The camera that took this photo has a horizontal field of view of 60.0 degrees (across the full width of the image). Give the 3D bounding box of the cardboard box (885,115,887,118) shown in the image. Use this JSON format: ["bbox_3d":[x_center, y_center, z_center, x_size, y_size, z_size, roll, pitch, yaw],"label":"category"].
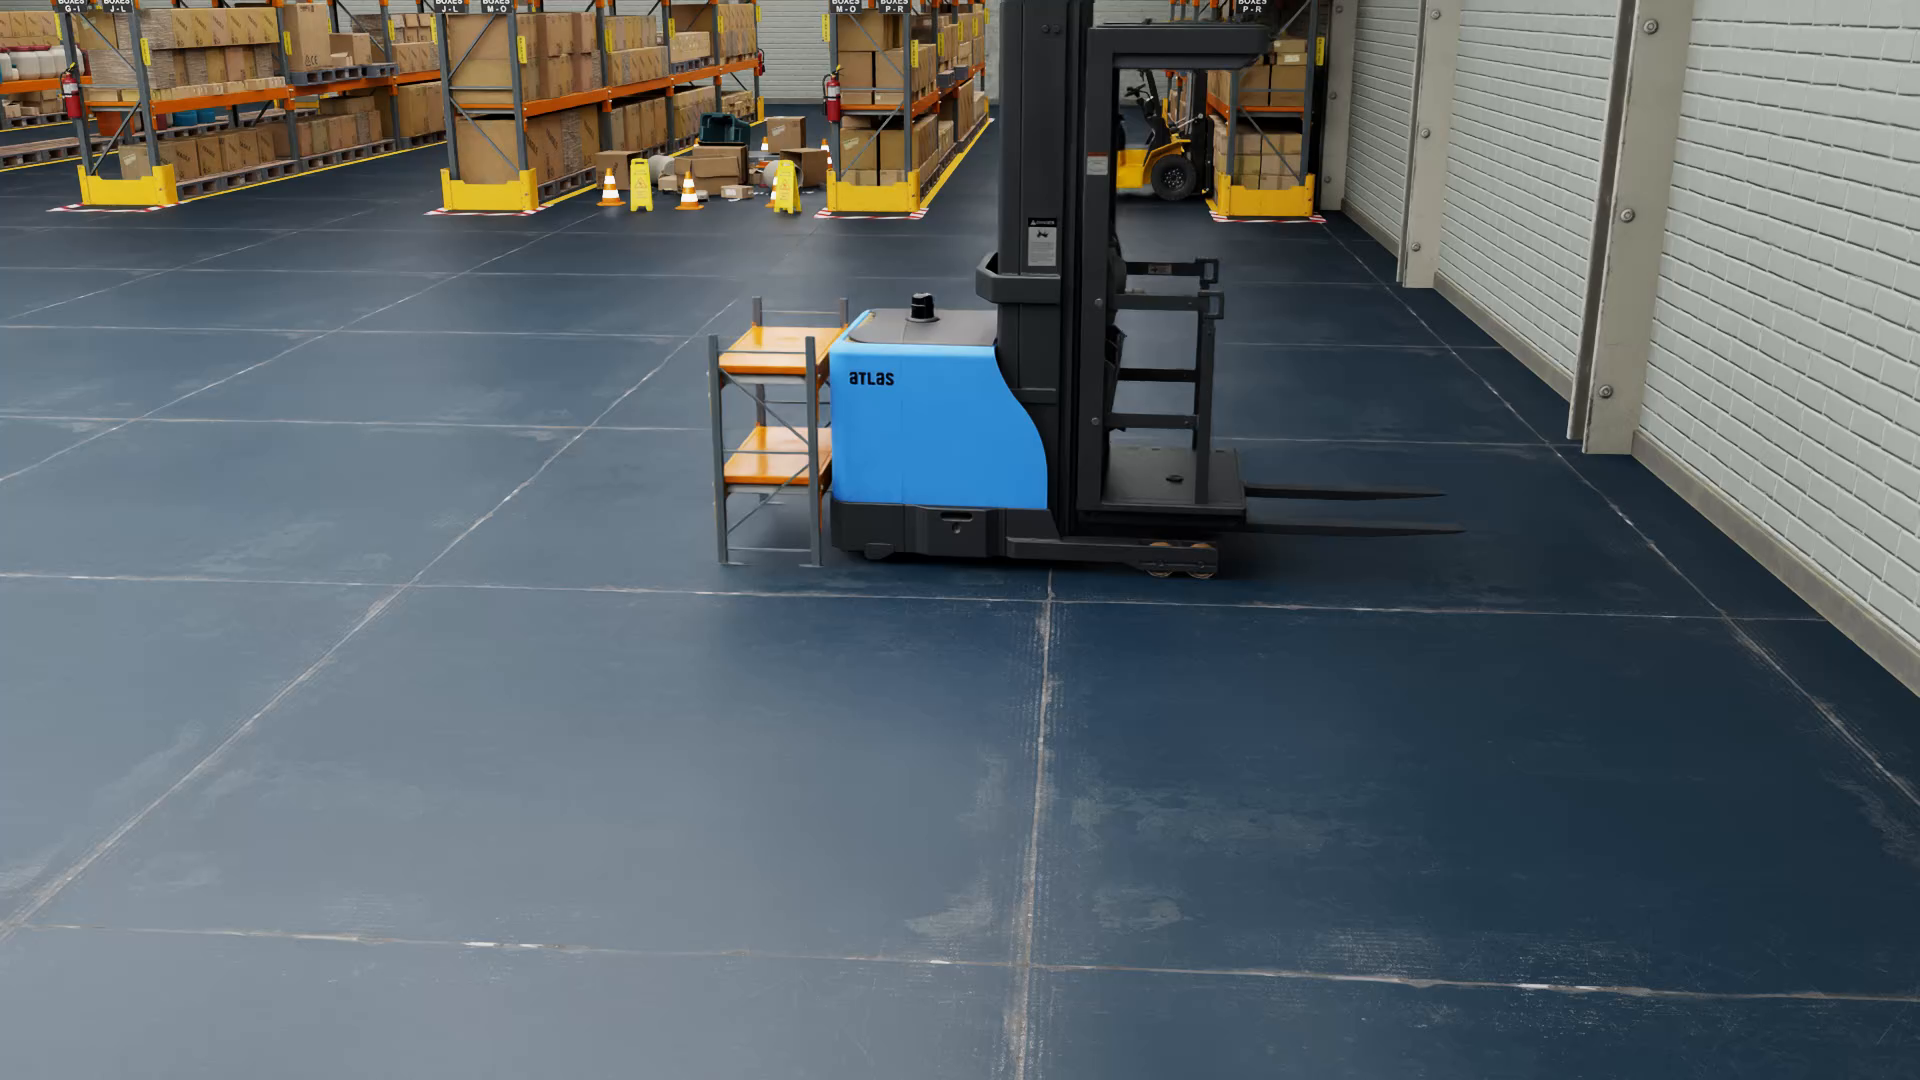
[{"bbox_3d":[-1.241,-6.071,23.628,0.380,0.149,0.250,2,18,6],"label":"cardboard box"}]

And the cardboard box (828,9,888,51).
[{"bbox_3d":[-1.293,-6.473,21.116,0.700,0.500,0.500,1,18,3],"label":"cardboard box"}]

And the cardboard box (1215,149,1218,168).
[{"bbox_3d":[3.609,-4.980,21.742,0.500,0.250,0.500,1,18,3],"label":"cardboard box"}]

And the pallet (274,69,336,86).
[{"bbox_3d":[-10.510,-7.252,26.045,1.003,0.211,1.213,1,18,4],"label":"pallet"}]

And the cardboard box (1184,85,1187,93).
[{"bbox_3d":[4.437,-8.537,31.479,0.380,0.149,0.250,0,18,1],"label":"cardboard box"}]

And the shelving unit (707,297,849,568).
[{"bbox_3d":[-0.877,-0.570,8.356,0.538,1.125,1.048,2,18,5],"label":"shelving unit"}]

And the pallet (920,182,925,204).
[{"bbox_3d":[-1.013,-4.595,22.108,1.003,0.211,1.213,1,18,4],"label":"pallet"}]

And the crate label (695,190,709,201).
[{"bbox_3d":[-3.505,-4.612,22.278,0.250,0.136,0.298,-9,20,-25],"label":"crate label"}]

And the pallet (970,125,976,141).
[{"bbox_3d":[-0.232,-7.806,31.906,1.003,0.211,1.213,1,18,4],"label":"pallet"}]

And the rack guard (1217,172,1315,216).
[{"bbox_3d":[3.837,-4.340,20.866,1.175,0.500,0.348,1,18,4],"label":"rack guard"}]

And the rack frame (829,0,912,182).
[{"bbox_3d":[-1.112,-5.645,20.834,1.000,3.000,0.127,1,18,4],"label":"rack frame"}]

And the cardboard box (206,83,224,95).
[{"bbox_3d":[-10.534,-6.294,23.217,0.380,0.149,0.250,1,18,4],"label":"cardboard box"}]

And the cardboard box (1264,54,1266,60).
[{"bbox_3d":[4.254,-6.466,22.138,0.380,0.149,0.250,1,18,4],"label":"cardboard box"}]

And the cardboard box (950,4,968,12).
[{"bbox_3d":[0.008,-10.456,32.707,0.380,0.149,0.250,1,18,3],"label":"cardboard box"}]

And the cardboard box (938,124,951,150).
[{"bbox_3d":[-0.634,-6.676,27.526,0.950,0.372,0.625,1,18,3],"label":"cardboard box"}]

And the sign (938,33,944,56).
[{"bbox_3d":[-0.284,-7.289,24.461,0.100,0.325,0.005,1,18,4],"label":"sign"}]

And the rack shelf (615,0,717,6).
[{"bbox_3d":[-5.340,-9.914,30.199,1.077,0.370,4.000,1,18,4],"label":"rack shelf"}]

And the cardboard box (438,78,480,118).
[{"bbox_3d":[-10.162,-8.584,32.541,1.225,0.875,0.875,1,18,4],"label":"cardboard box"}]

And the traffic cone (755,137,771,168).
[{"bbox_3d":[-3.110,-6.211,26.634,0.336,0.463,0.334,1,18,4],"label":"traffic cone"}]

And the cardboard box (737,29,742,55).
[{"bbox_3d":[-4.800,-10.265,34.295,0.500,0.500,0.500,2,18,7],"label":"cardboard box"}]

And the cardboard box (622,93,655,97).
[{"bbox_3d":[-5.696,-7.795,29.531,0.500,0.250,0.500,1,18,3],"label":"cardboard box"}]

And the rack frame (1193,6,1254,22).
[{"bbox_3d":[4.412,-8.020,28.082,1.000,3.000,0.127,1,18,4],"label":"rack frame"}]

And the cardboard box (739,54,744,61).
[{"bbox_3d":[-4.753,-10.151,34.989,0.380,0.149,0.250,0,18,1],"label":"cardboard box"}]

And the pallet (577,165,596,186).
[{"bbox_3d":[-5.903,-5.407,24.586,1.003,0.211,1.213,1,18,4],"label":"pallet"}]

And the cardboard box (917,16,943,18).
[{"bbox_3d":[-0.464,-8.062,25.856,0.380,0.149,0.250,2,18,7],"label":"cardboard box"}]

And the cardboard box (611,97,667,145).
[{"bbox_3d":[-5.617,-7.152,28.372,1.050,0.750,0.750,1,18,3],"label":"cardboard box"}]

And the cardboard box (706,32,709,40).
[{"bbox_3d":[-5.031,-9.685,31.937,0.380,0.149,0.250,2,18,6],"label":"cardboard box"}]

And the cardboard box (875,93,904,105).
[{"bbox_3d":[-0.881,-5.627,21.181,0.380,0.149,0.250,1,18,4],"label":"cardboard box"}]

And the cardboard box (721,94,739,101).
[{"bbox_3d":[-4.837,-9.248,34.778,0.380,0.149,0.250,1,18,2],"label":"cardboard box"}]

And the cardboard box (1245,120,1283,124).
[{"bbox_3d":[4.212,-5.674,23.059,0.500,0.250,0.500,1,18,4],"label":"cardboard box"}]

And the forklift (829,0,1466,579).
[{"bbox_3d":[0.924,-1.384,7.940,3.031,2.935,1.130,2,18,7],"label":"forklift"}]

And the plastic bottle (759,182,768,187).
[{"bbox_3d":[-2.789,-5.132,23.988,0.133,0.061,0.283,4,19,13],"label":"plastic bottle"}]

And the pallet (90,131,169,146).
[{"bbox_3d":[-15.349,-7.382,30.614,1.003,0.211,1.213,1,18,4],"label":"pallet"}]

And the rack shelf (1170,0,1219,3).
[{"bbox_3d":[4.843,-10.967,33.414,1.077,0.370,4.000,1,18,4],"label":"rack shelf"}]

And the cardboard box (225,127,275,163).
[{"bbox_3d":[-10.779,-5.997,25.248,0.500,0.500,0.500,1,18,2],"label":"cardboard box"}]

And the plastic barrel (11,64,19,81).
[{"bbox_3d":[-15.402,-7.561,26.904,0.301,0.262,0.301,0,18,0],"label":"plastic barrel"}]

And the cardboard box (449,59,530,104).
[{"bbox_3d":[-6.075,-5.912,21.407,0.875,0.550,0.550,1,18,4],"label":"cardboard box"}]

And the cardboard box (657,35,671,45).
[{"bbox_3d":[-5.257,-8.712,28.968,0.380,0.149,0.250,1,18,4],"label":"cardboard box"}]

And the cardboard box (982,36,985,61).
[{"bbox_3d":[0.264,-10.506,35.509,0.500,0.500,0.500,1,18,4],"label":"cardboard box"}]

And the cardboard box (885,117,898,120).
[{"bbox_3d":[-1.164,-5.793,23.822,0.500,0.500,0.500,2,18,6],"label":"cardboard box"}]

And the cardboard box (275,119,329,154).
[{"bbox_3d":[-10.592,-6.468,26.653,0.700,0.500,0.500,1,18,4],"label":"cardboard box"}]

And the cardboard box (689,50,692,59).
[{"bbox_3d":[-5.137,-8.916,30.546,0.380,0.149,0.250,1,18,2],"label":"cardboard box"}]

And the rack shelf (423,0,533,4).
[{"bbox_3d":[-9.993,-11.298,34.424,1.077,0.370,4.000,1,18,4],"label":"rack shelf"}]

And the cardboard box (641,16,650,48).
[{"bbox_3d":[-5.560,-8.435,27.583,0.700,0.500,0.500,1,18,3],"label":"cardboard box"}]

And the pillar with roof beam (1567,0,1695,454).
[{"bbox_3d":[-0.366,-4.952,9.083,9.100,9.000,0.400,1,18,4],"label":"pillar with roof beam"}]

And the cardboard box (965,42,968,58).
[{"bbox_3d":[-0.120,-8.920,30.267,0.500,0.250,0.500,2,18,5],"label":"cardboard box"}]

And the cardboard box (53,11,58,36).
[{"bbox_3d":[-19.556,-11.118,35.771,0.500,0.500,0.500,2,18,5],"label":"cardboard box"}]

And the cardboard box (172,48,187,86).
[{"bbox_3d":[-11.014,-6.383,22.449,0.875,0.500,0.500,1,18,4],"label":"cardboard box"}]

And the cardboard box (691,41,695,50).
[{"bbox_3d":[-5.119,-9.135,30.737,0.380,0.149,0.250,1,18,4],"label":"cardboard box"}]

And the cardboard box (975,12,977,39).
[{"bbox_3d":[0.066,-10.194,32.950,0.500,0.500,0.500,1,18,3],"label":"cardboard box"}]

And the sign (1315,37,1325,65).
[{"bbox_3d":[4.392,-5.970,20.309,0.100,0.325,0.005,1,18,4],"label":"sign"}]

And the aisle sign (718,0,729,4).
[{"bbox_3d":[-5.204,-11.958,35.926,0.394,0.787,0.004,1,18,4],"label":"aisle sign"}]

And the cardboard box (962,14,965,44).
[{"bbox_3d":[-0.181,-9.115,29.657,0.500,0.500,0.500,2,18,5],"label":"cardboard box"}]
